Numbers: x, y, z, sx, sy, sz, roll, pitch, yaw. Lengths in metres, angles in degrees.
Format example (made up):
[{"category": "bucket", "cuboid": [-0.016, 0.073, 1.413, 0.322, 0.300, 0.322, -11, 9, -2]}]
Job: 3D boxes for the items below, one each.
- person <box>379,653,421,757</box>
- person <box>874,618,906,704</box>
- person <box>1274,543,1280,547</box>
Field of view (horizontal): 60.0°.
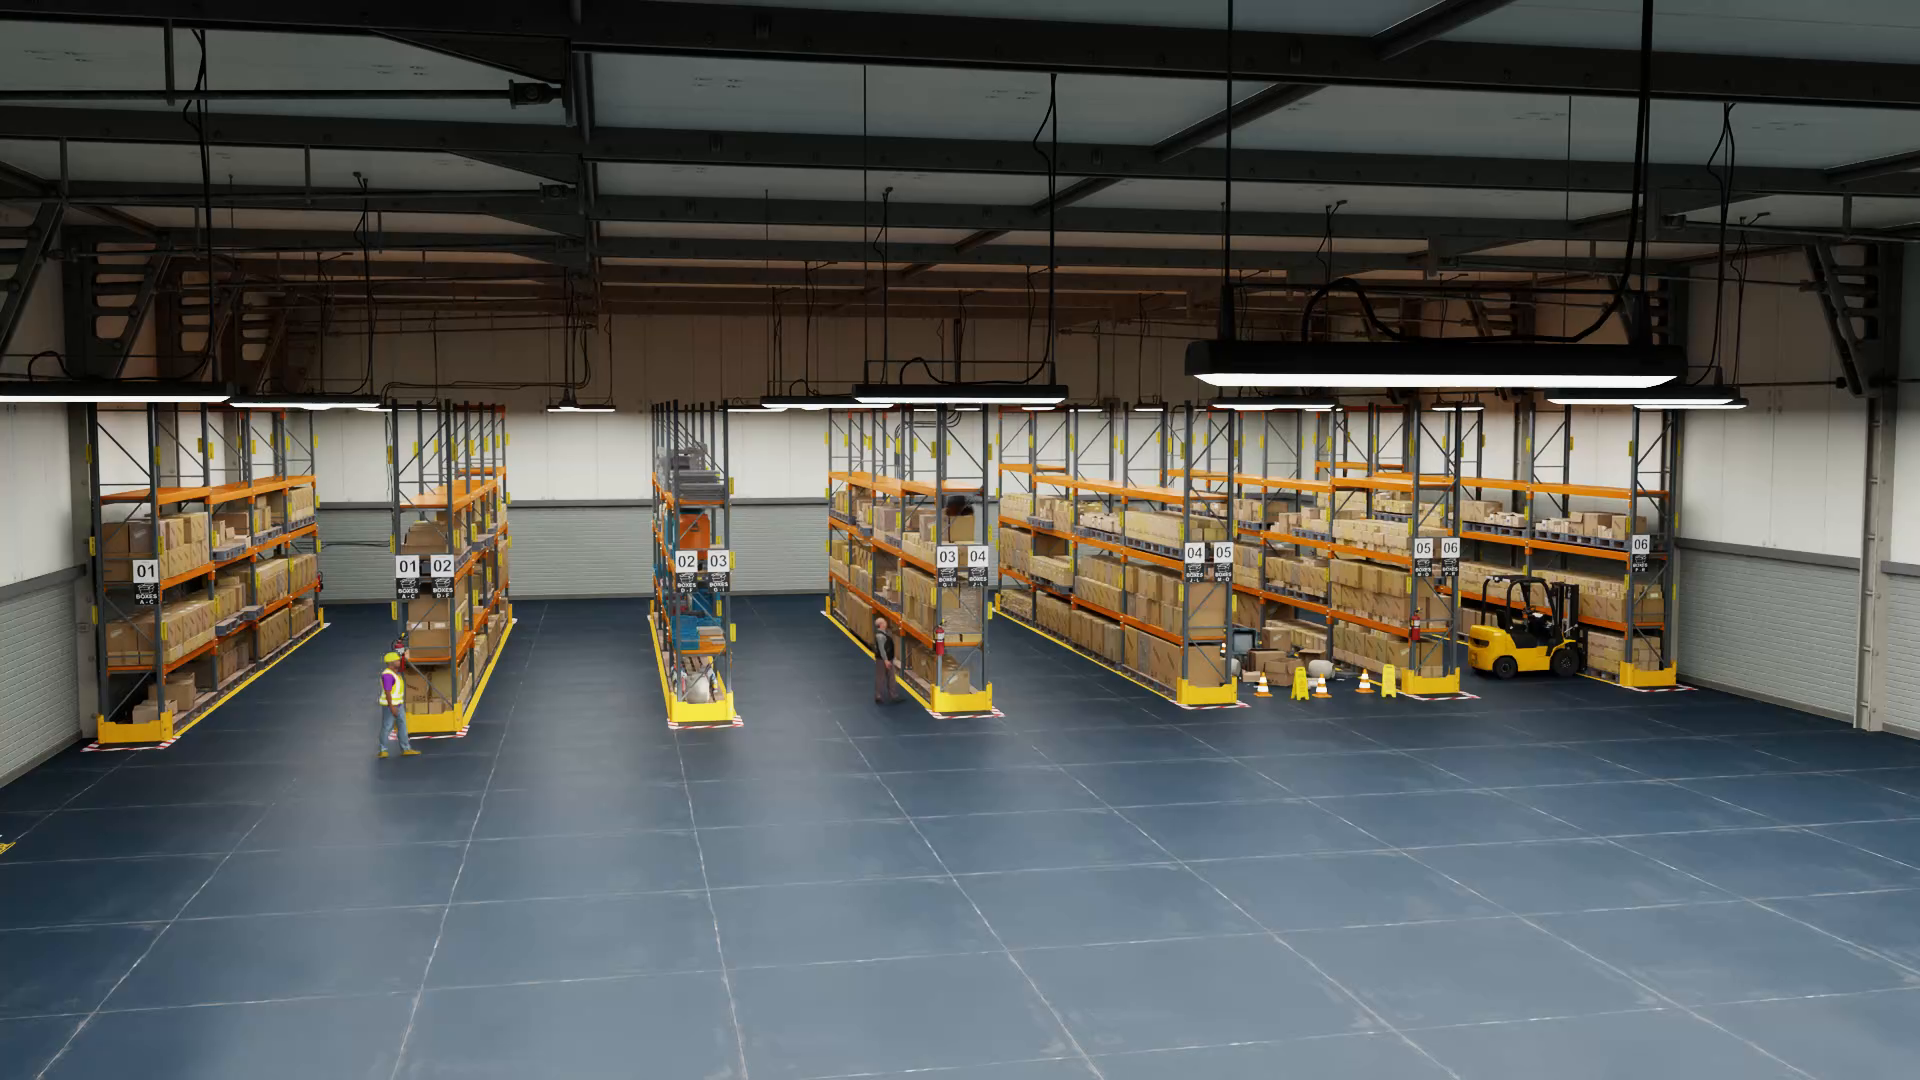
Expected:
[{"category": "person", "cuboid": [-9.431, 2.757, 27.777, 0.644, 1.761, 0.595, 1, 4, 13]}, {"category": "person", "cuboid": [-1.414, 2.390, 33.001, 0.572, 1.705, 0.609, 2, 5, 20]}, {"category": "person", "cuboid": [9.689, 0.951, 51.014, 0.610, 1.713, 0.496, 3, 5, 31]}]
